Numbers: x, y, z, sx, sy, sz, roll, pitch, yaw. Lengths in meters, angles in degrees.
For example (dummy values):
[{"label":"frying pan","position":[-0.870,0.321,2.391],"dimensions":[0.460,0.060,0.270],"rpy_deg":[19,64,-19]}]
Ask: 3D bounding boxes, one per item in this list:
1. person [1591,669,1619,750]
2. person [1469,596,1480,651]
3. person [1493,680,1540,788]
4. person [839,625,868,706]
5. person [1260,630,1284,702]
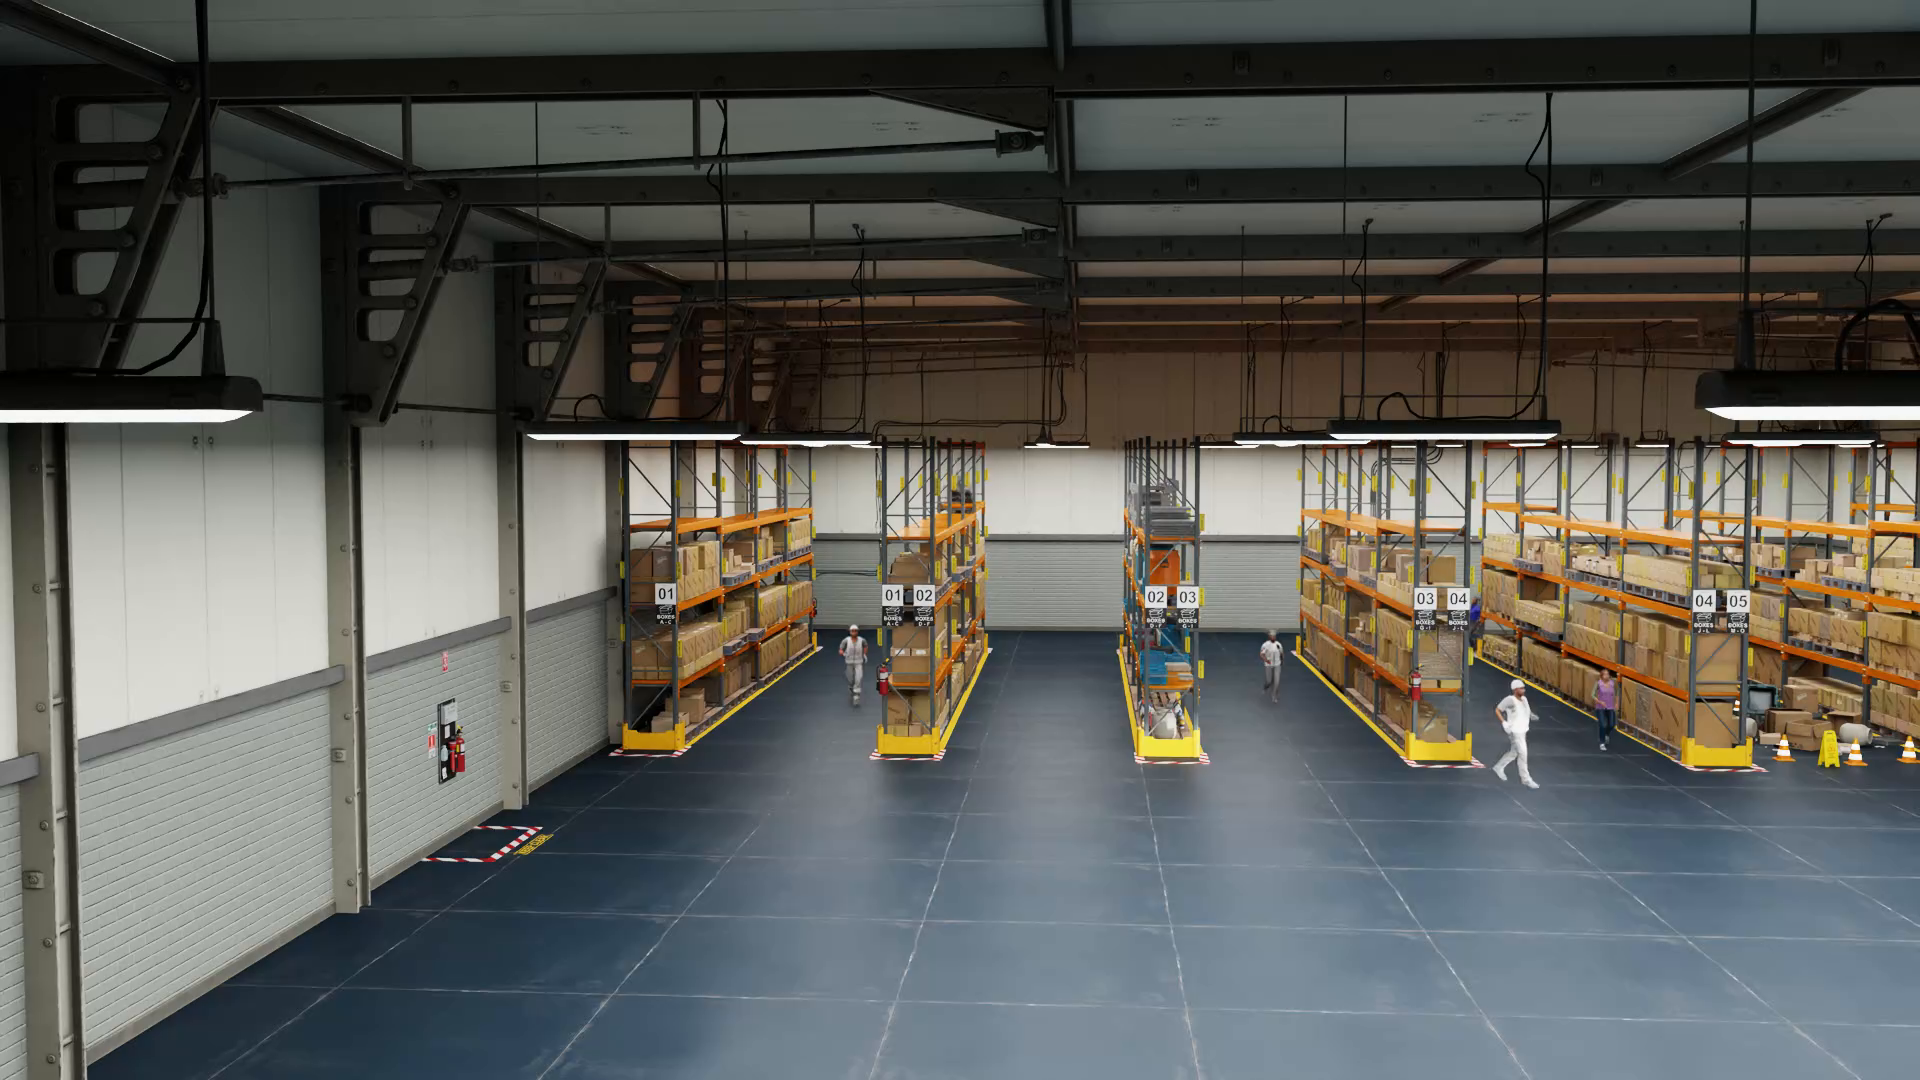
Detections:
[{"label":"person","position":[12.364,3.241,31.825],"dimensions":[0.570,1.560,0.562],"rpy_deg":[0,3,4]},{"label":"person","position":[14.543,2.395,47.193],"dimensions":[0.575,1.600,0.635],"rpy_deg":[-1,3,-18]},{"label":"person","position":[9.519,3.281,28.431],"dimensions":[0.920,1.792,0.685],"rpy_deg":[3,4,45]},{"label":"person","position":[-2.402,2.803,37.524],"dimensions":[0.648,1.778,1.008],"rpy_deg":[0,3,-5]},{"label":"person","position":[7.147,2.861,38.015],"dimensions":[0.577,1.652,0.635],"rpy_deg":[0,3,-4]}]
